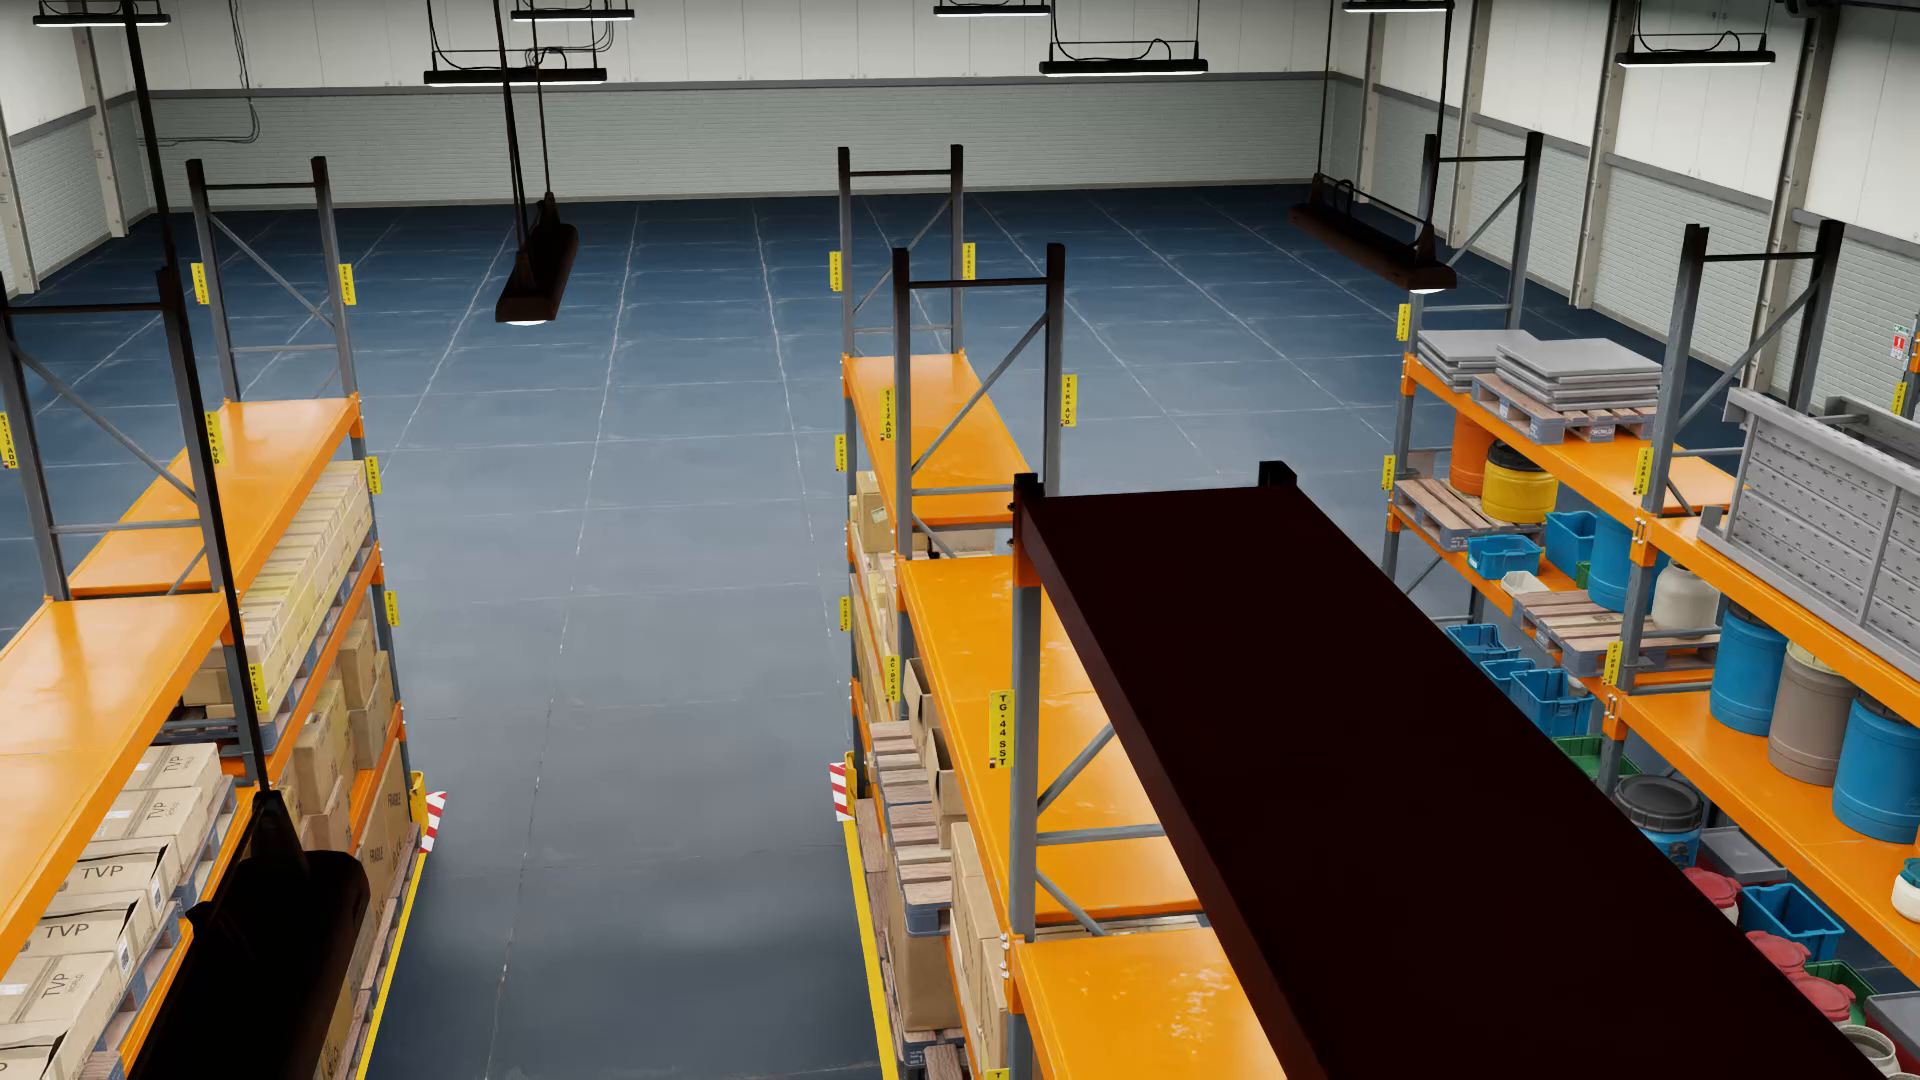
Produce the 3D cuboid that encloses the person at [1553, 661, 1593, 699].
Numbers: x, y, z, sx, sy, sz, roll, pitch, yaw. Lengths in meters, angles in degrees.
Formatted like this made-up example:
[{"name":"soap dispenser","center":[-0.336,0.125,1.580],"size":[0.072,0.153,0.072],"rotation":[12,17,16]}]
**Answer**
[{"name":"person","center":[5.907,1.324,15.952],"size":[0.596,1.811,0.611],"rotation":[-6,22,-16]}]
